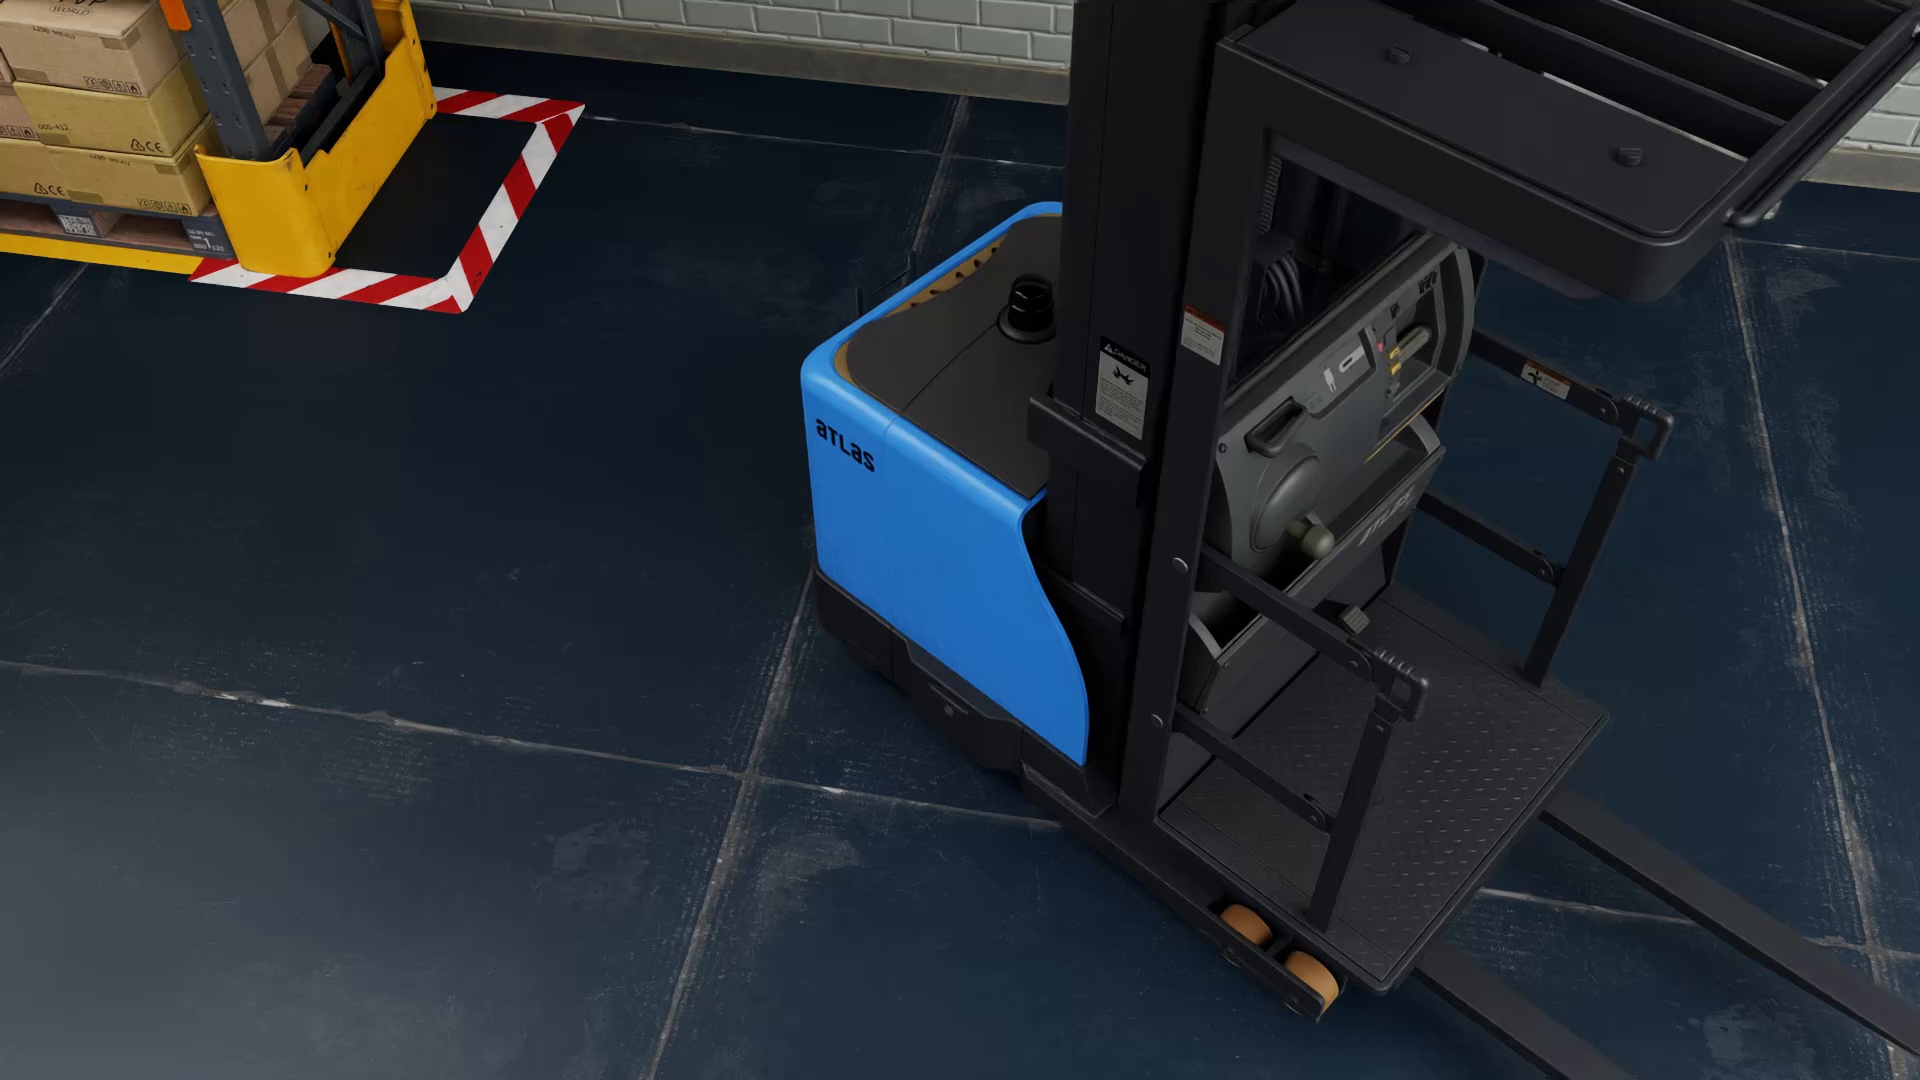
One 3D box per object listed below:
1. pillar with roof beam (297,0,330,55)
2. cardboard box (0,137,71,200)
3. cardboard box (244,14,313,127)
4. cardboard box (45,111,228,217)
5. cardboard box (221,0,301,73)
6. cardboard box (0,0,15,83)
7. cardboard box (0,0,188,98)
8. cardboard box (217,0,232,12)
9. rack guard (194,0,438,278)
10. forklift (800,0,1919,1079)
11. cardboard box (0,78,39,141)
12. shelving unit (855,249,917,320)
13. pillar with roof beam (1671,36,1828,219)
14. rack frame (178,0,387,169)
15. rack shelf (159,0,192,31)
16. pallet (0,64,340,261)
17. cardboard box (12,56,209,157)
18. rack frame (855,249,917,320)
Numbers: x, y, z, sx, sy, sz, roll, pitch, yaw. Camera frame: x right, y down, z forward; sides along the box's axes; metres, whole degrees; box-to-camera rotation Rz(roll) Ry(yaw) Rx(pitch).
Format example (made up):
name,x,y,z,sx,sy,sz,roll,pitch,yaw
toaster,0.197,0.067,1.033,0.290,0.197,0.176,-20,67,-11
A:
name,x,y,z,sx,sy,sz,roll,pitch,yaw
pillar with roof beam,-3.727,-2.017,1.013,0.400,9.000,9.100,8,49,7
cardboard box,-3.443,-1.536,6.180,0.500,0.250,0.500,8,49,7
cardboard box,-2.885,-1.841,6.454,0.500,0.250,0.500,8,49,7
cardboard box,-2.955,-1.464,6.115,0.500,0.250,0.500,8,49,7
cardboard box,-2.862,-2.014,6.273,0.500,0.250,0.500,8,49,8
cardboard box,-3.449,-1.863,5.801,0.500,0.250,0.500,8,49,8
cardboard box,-2.945,-1.799,5.744,0.500,0.250,0.500,9,49,8
cardboard box,-2.876,-2.169,6.076,0.500,0.250,0.500,7,48,6
rack guard,-2.413,-1.573,6.327,0.348,0.500,1.175,8,49,7
forklift,0.996,-0.232,3.488,3.031,2.935,1.130,35,57,27
cardboard box,-3.463,-1.709,6.000,0.500,0.250,0.500,7,48,6
shelving unit,-0.136,-0.421,5.023,0.210,0.900,0.258,35,57,27
pillar with roof beam,2.177,-1.223,0.299,0.400,9.000,9.100,8,49,7
rack frame,-2.437,-2.411,5.400,0.127,3.000,1.000,8,49,7
rack shelf,-4.405,-2.435,5.905,4.000,0.370,1.077,8,49,7
pallet,-3.197,-1.550,6.501,1.213,0.211,1.003,8,49,7
cardboard box,-2.971,-1.635,5.933,0.500,0.250,0.500,7,48,6
rack frame,-0.210,-0.473,5.070,0.006,0.900,0.240,35,57,27
